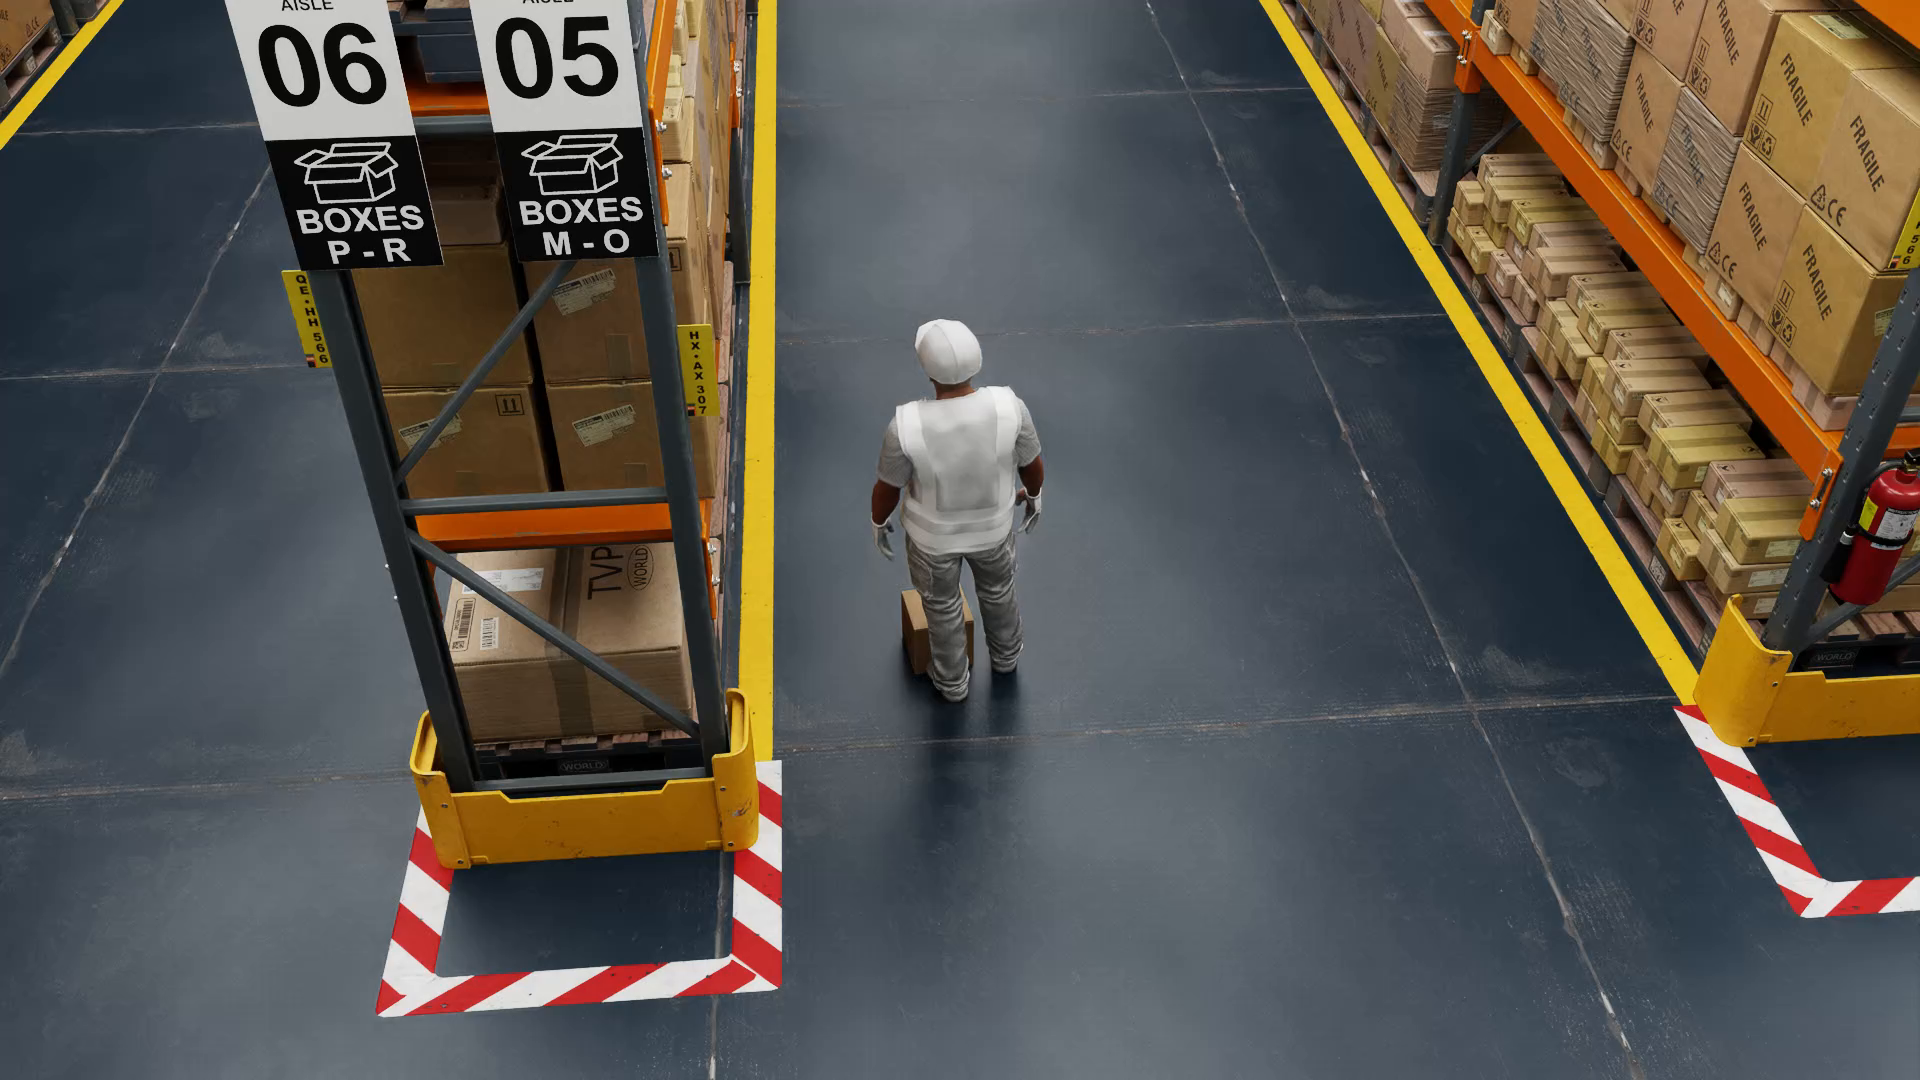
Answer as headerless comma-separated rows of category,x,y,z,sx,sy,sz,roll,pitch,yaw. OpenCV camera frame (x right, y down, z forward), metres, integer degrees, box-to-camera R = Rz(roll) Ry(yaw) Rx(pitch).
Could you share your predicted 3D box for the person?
person,-0.021,-0.120,6.274,0.656,1.785,0.575,-8,39,-9
